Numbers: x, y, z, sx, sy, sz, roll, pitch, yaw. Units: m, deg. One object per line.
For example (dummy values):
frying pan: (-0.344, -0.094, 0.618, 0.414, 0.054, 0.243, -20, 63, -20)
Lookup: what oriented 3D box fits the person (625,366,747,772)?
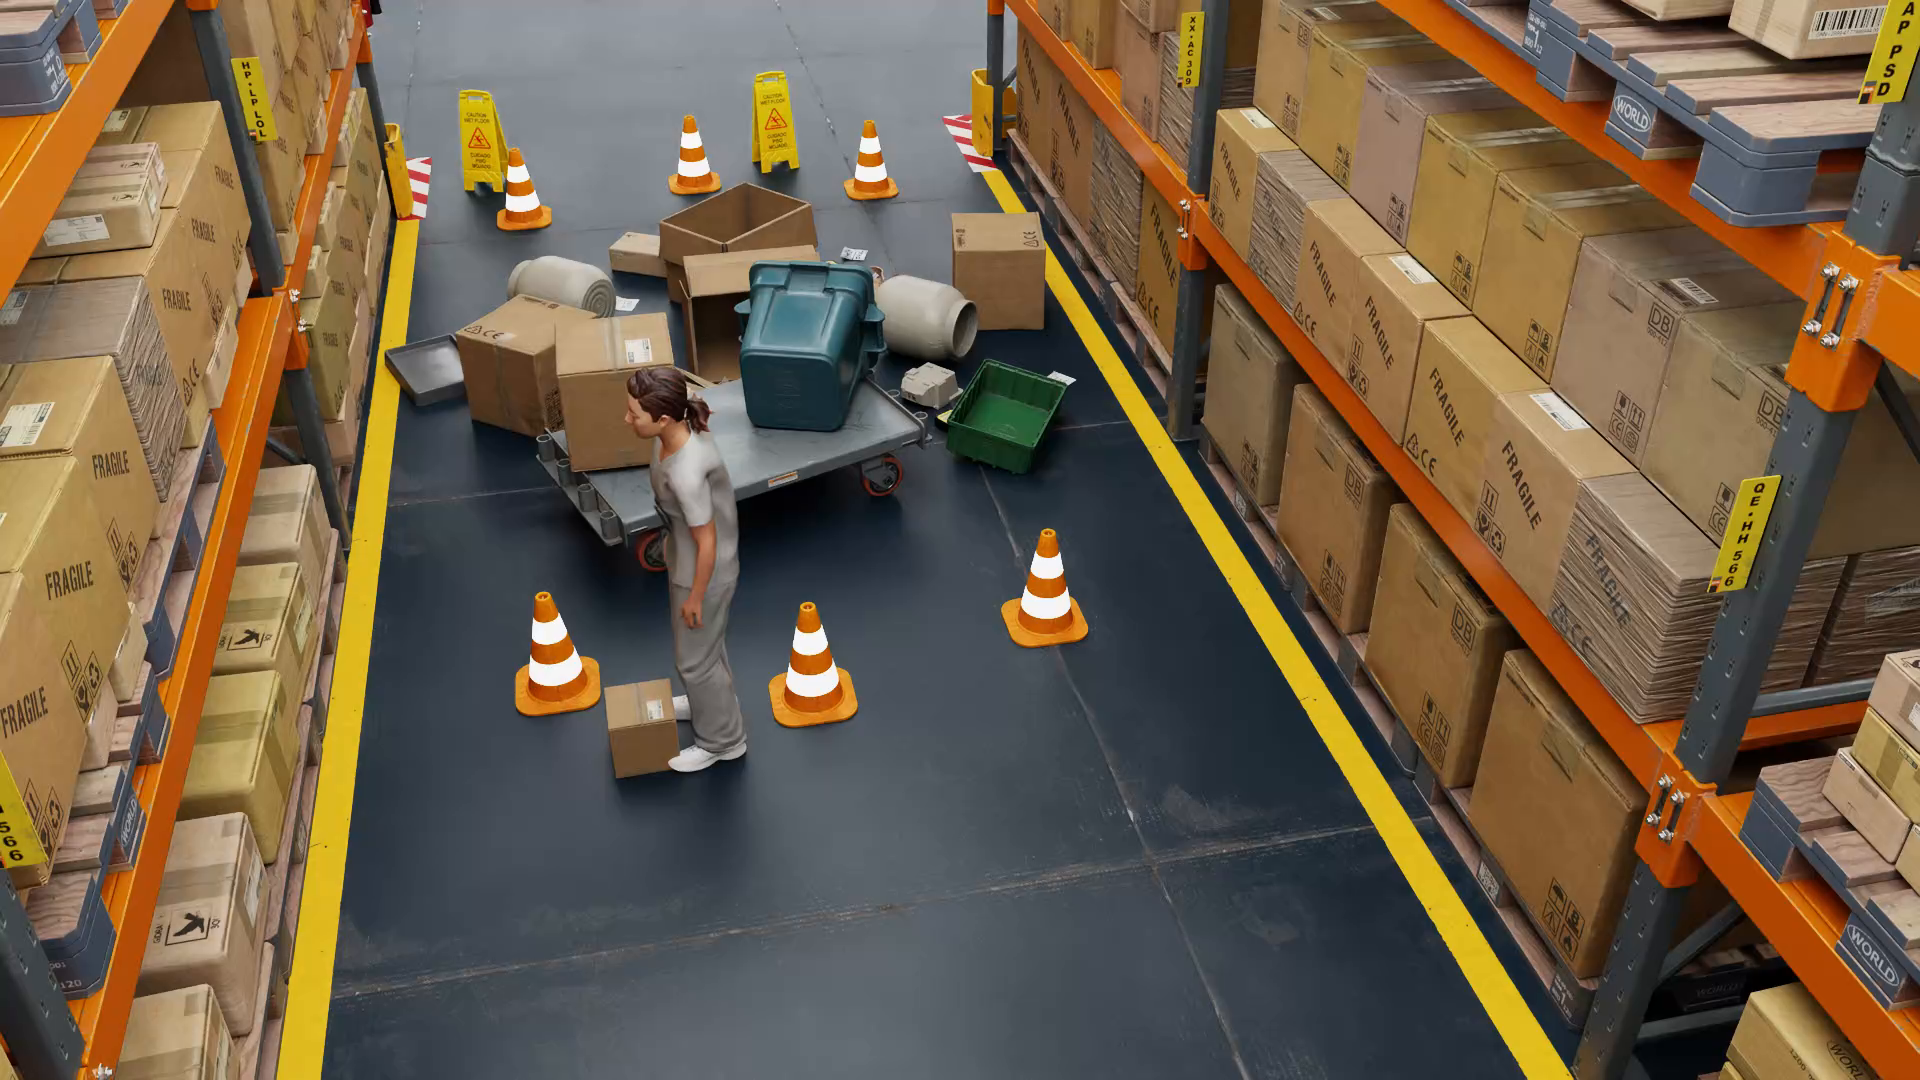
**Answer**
person: (-0.972, 0.099, 6.000, 0.357, 1.672, 0.514, -9, 36, -13)
